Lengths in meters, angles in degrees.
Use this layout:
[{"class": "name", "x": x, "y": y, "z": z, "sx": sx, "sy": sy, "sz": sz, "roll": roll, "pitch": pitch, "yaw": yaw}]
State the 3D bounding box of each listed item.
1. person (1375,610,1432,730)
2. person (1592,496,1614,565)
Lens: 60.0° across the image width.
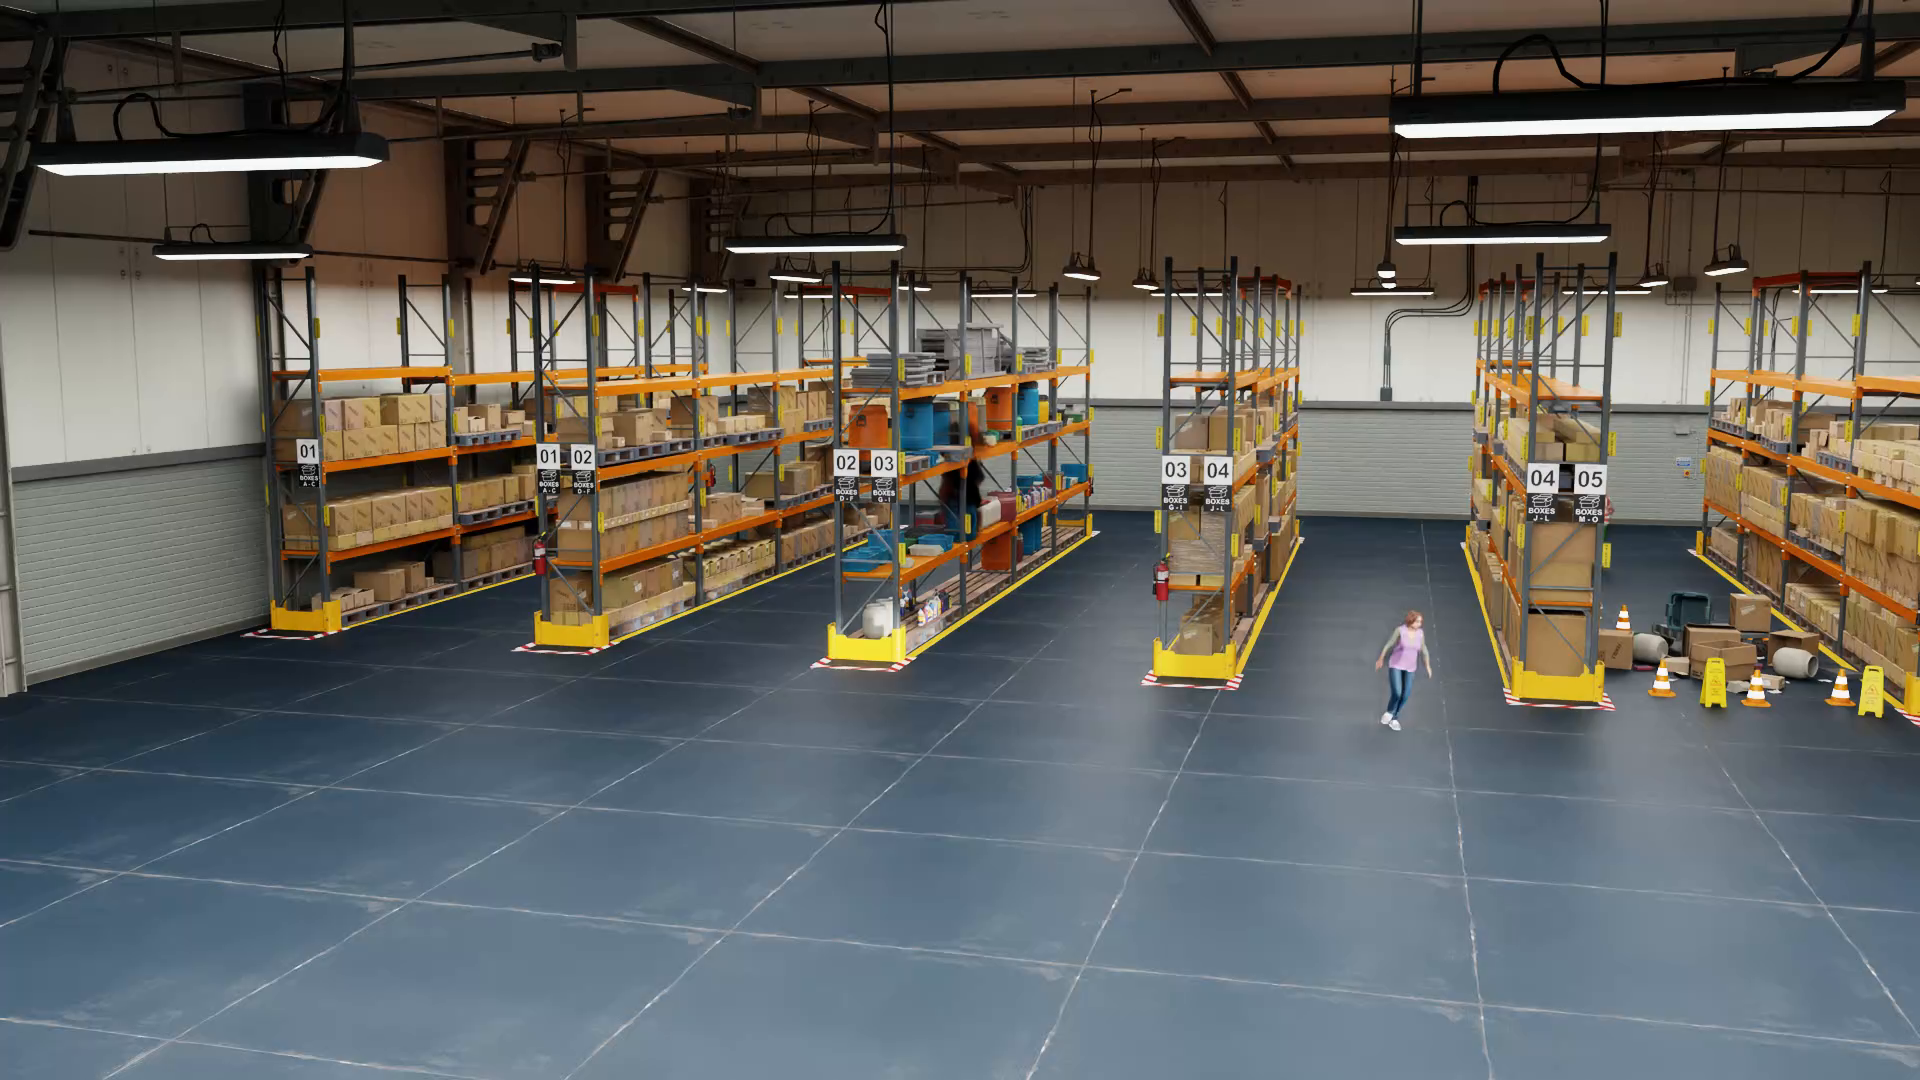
[{"class": "person", "x": 5.545, "y": 1.627, "z": 20.730, "sx": 0.538, "sy": 1.556, "sz": 0.614, "roll": -2, "pitch": 7, "yaw": -14}, {"class": "person", "x": 13.500, "y": -0.305, "z": 35.029, "sx": 0.627, "sy": 1.761, "sz": 0.790, "roll": 0, "pitch": 7, "yaw": 2}]
